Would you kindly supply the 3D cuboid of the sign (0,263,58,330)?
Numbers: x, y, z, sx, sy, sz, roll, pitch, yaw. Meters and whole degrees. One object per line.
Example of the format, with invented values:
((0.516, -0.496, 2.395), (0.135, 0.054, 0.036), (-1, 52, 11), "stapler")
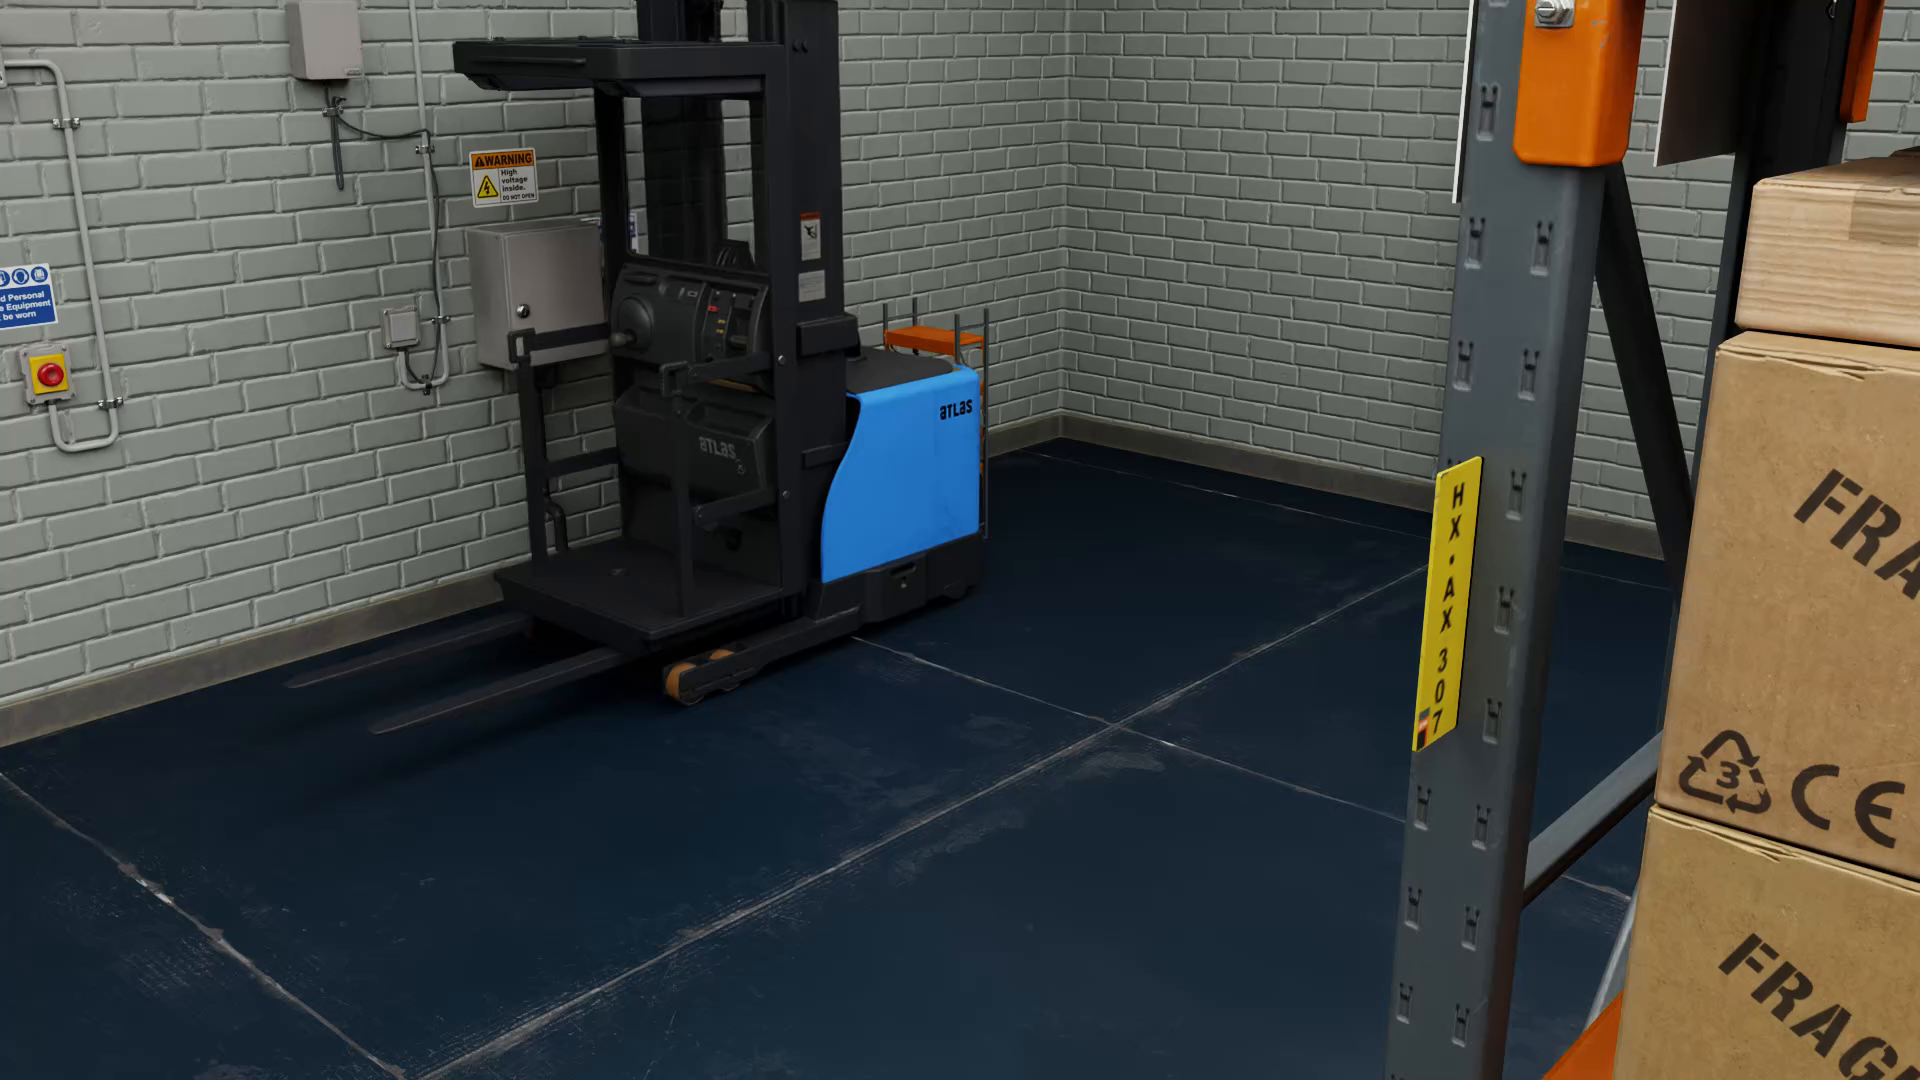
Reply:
((-3.394, -0.857, 5.908), (0.001, 0.218, 0.327), (15, 23, 39), "sign")

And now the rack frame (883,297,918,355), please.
((-0.306, -0.654, 8.689), (0.015, 1.200, 0.240), (15, 23, 39), "rack frame")

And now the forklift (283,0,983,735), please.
((-1.256, -0.919, 6.662), (1.130, 2.935, 3.031), (15, 23, 40), "forklift")

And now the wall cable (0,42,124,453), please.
((-3.316, -1.226, 5.786), (0.123, 1.953, 0.585), (15, 23, 39), "wall cable")

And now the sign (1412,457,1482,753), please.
((0.544, 0.074, 1.859), (0.005, 0.325, 0.100), (15, 23, 39), "sign")

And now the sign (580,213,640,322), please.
((-1.639, -1.281, 7.847), (0.001, 0.494, 0.329), (15, 23, 39), "sign")

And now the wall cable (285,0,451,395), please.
((-2.383, -1.535, 6.809), (0.122, 1.984, 0.588), (15, 23, 39), "wall cable")

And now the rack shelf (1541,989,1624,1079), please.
((2.413, 1.144, 1.237), (4.000, 0.370, 1.077), (15, 23, 39), "rack shelf")

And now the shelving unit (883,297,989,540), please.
((-0.124, -0.605, 8.535), (0.503, 1.200, 0.258), (15, 23, 39), "shelving unit")

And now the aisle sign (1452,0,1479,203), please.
((0.671, -0.788, 1.839), (0.004, 0.787, 0.394), (15, 23, 39), "aisle sign")

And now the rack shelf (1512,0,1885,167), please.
((2.413, -0.286, 0.784), (4.000, 0.370, 1.077), (15, 23, 39), "rack shelf")

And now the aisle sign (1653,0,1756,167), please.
((1.069, -0.924, 2.267), (0.004, 0.787, 0.394), (15, 23, 39), "aisle sign")

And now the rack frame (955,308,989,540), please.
((0.059, -0.556, 8.381), (0.015, 1.200, 0.240), (15, 23, 39), "rack frame")

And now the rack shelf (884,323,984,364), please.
((-0.124, -0.980, 8.416), (0.480, 0.148, 0.258), (15, 23, 39), "rack shelf")

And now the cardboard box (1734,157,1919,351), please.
((0.999, -0.300, 1.707), (0.250, 0.149, 0.380), (16, 23, 40), "cardboard box")

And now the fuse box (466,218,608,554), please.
((-1.812, -0.559, 7.545), (0.414, 1.711, 0.539), (15, 23, 39), "fuse box")

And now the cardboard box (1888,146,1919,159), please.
((1.318, -0.407, 2.045), (0.250, 0.149, 0.380), (15, 23, 40), "cardboard box")

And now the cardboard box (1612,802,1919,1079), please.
((1.085, 0.513, 1.870), (0.500, 0.500, 0.500), (15, 23, 39), "cardboard box")

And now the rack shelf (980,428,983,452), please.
((-0.124, -0.541, 8.555), (0.480, 0.148, 0.258), (15, 23, 39), "rack shelf")

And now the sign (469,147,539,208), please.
((-2.004, -1.596, 7.316), (0.001, 0.242, 0.339), (15, 23, 39), "sign")

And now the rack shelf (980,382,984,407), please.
((-0.124, -0.754, 8.488), (0.480, 0.148, 0.258), (15, 23, 39), "rack shelf")

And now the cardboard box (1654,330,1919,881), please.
((1.087, 0.036, 1.721), (0.500, 0.500, 0.500), (14, 23, 38), "cardboard box")

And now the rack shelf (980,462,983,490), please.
((-0.124, -0.352, 8.615), (0.480, 0.148, 0.258), (15, 23, 39), "rack shelf")
